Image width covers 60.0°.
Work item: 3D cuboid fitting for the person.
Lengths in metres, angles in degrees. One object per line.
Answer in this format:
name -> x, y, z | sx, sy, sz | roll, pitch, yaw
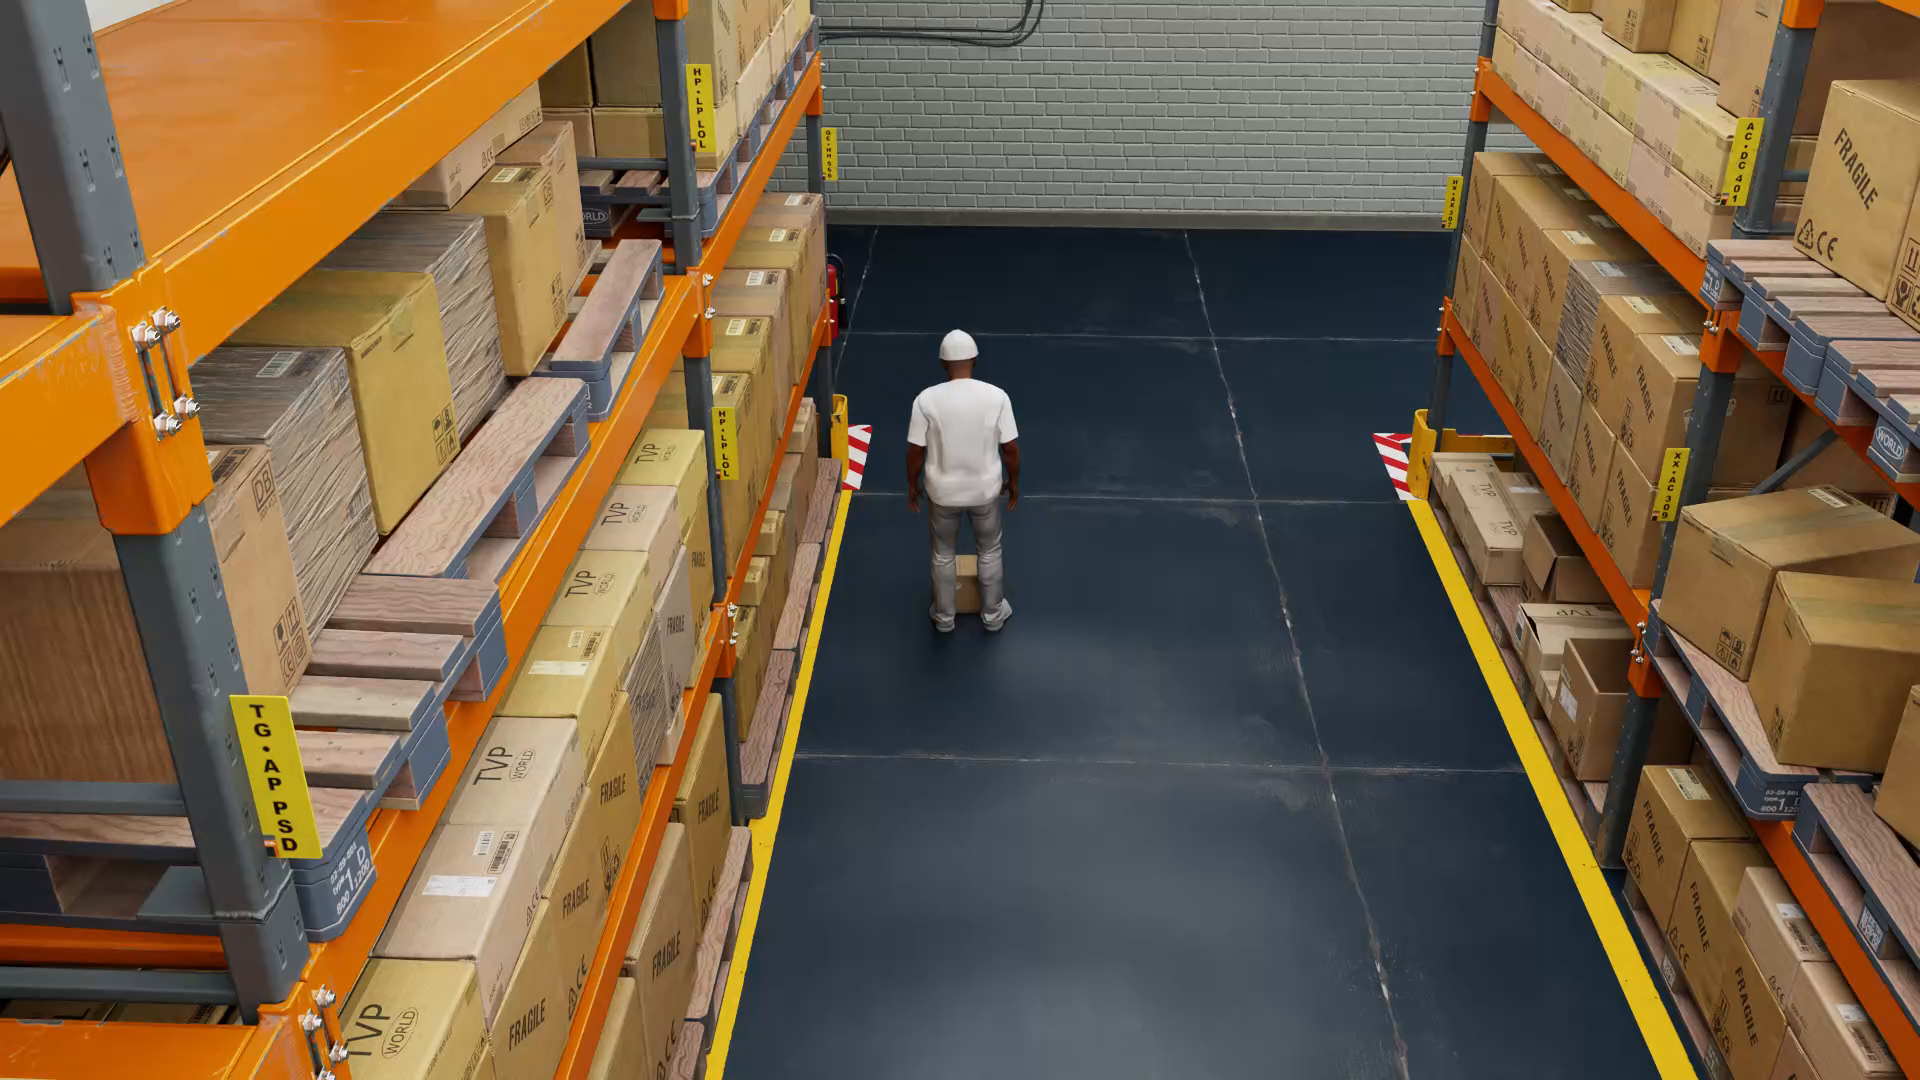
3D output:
person -> 0.017, -0.303, 9.178 | 0.623, 1.759, 0.462 | -1, 28, -1
